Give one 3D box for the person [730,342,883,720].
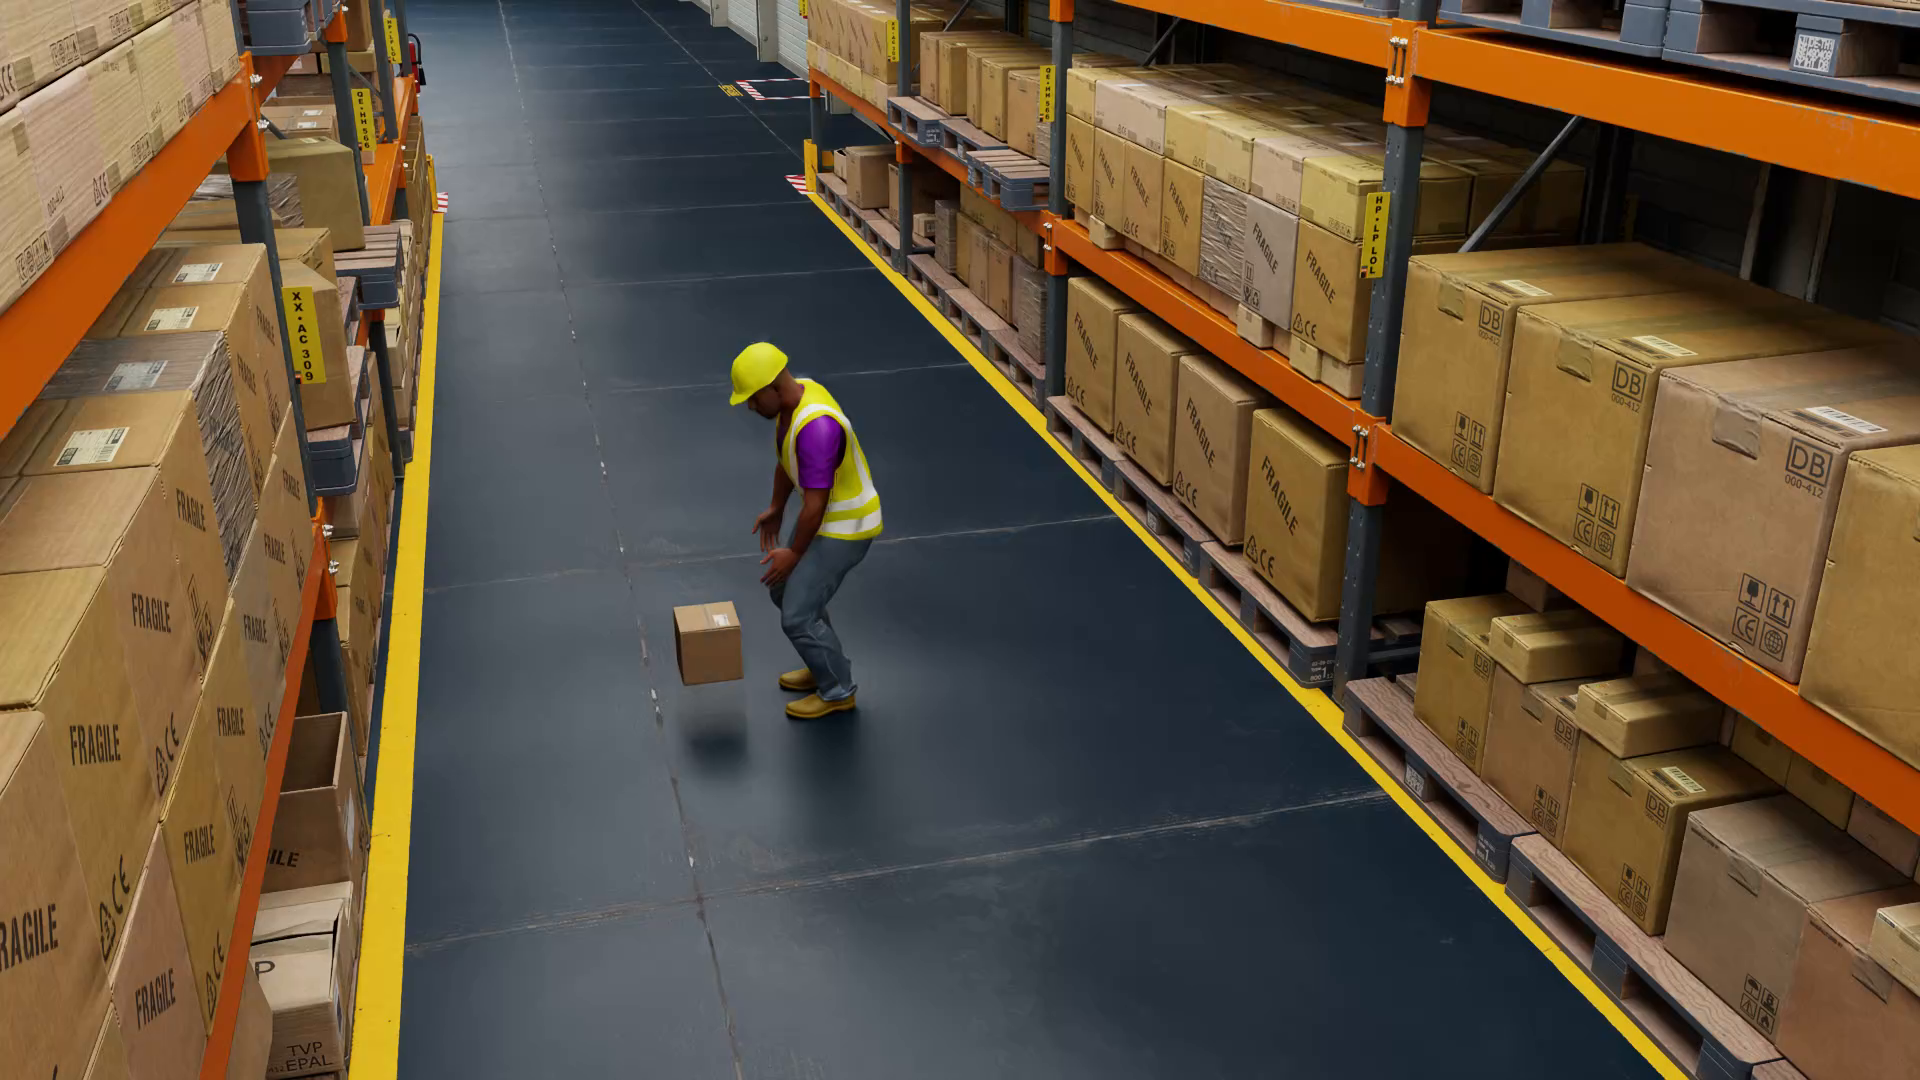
[{"bbox_3d":[-0.622,-0.046,6.873,0.599,1.613,0.616,-6,23,-14],"label":"person"}]
